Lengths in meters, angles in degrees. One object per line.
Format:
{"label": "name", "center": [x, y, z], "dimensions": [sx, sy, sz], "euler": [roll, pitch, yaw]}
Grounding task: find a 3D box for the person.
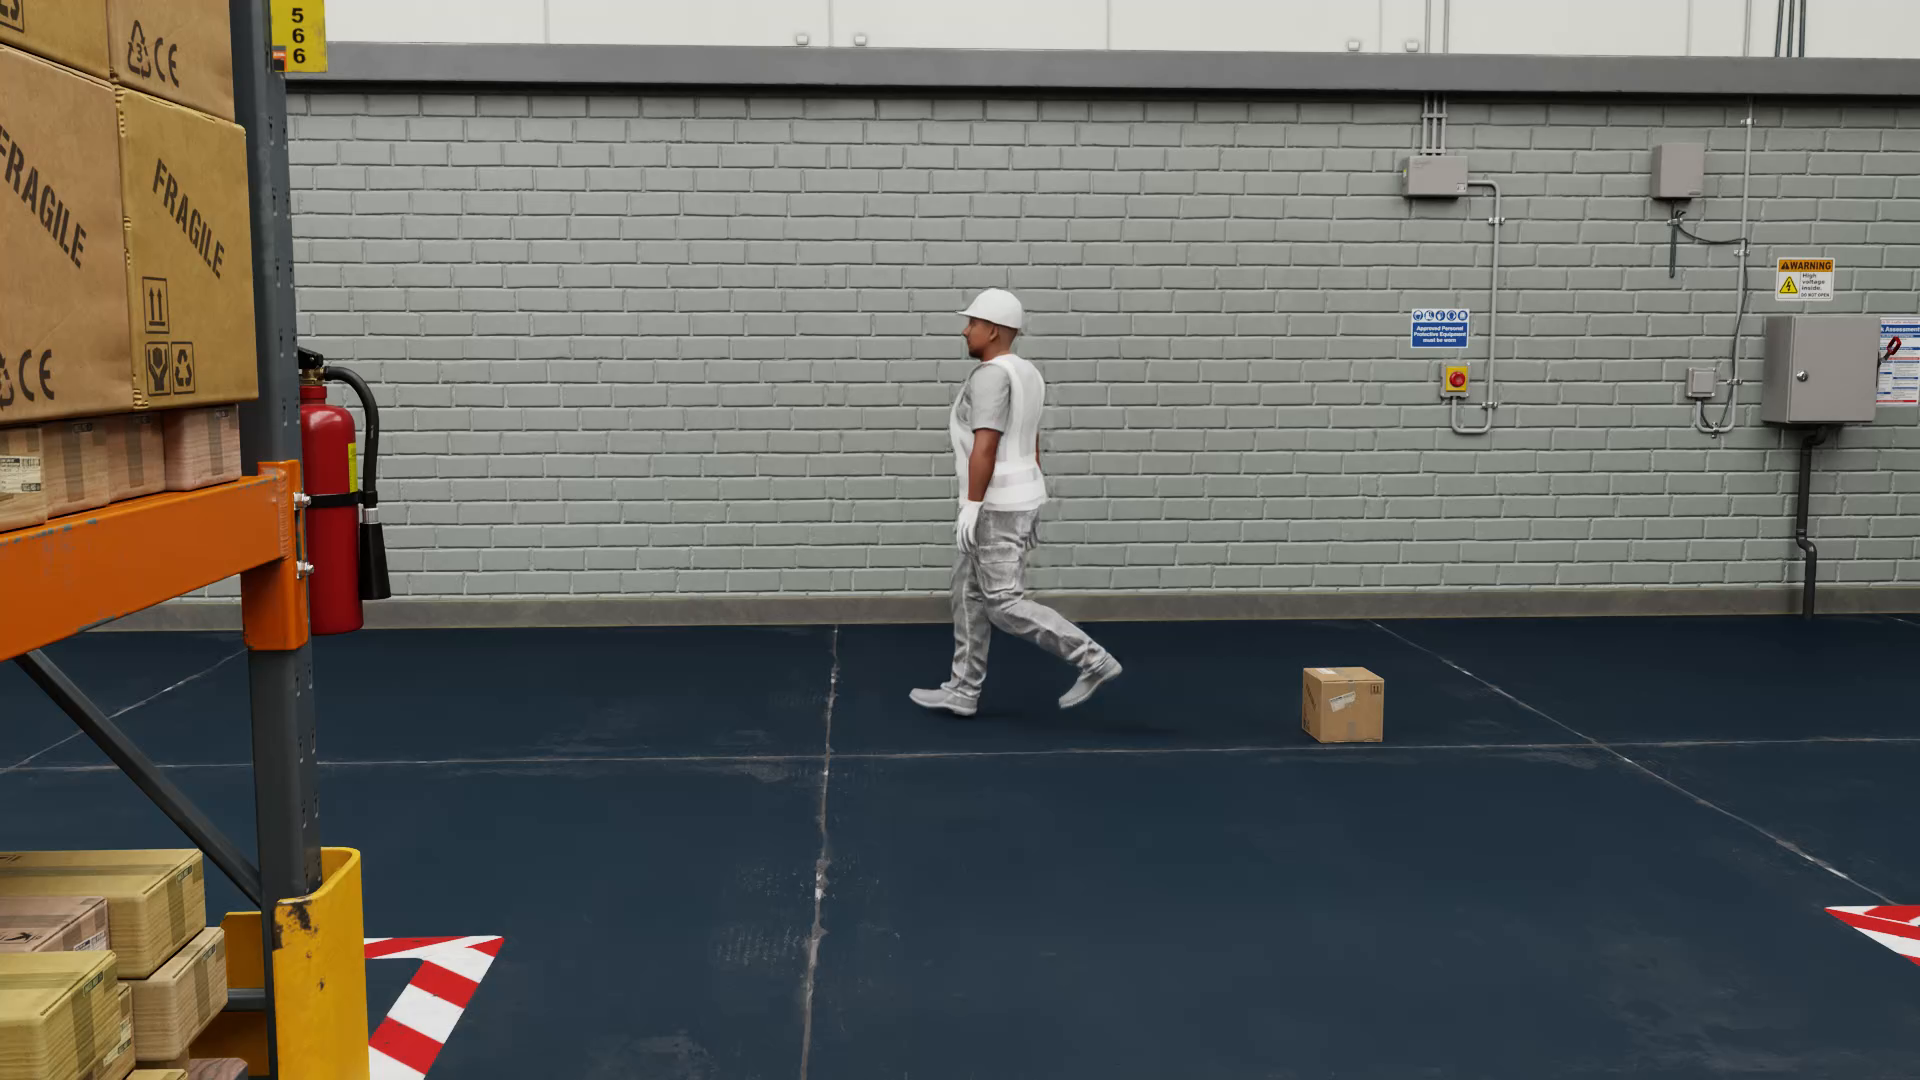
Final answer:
{"label": "person", "center": [0.156, -0.467, 6.717], "dimensions": [0.366, 1.087, 0.574], "euler": [2, 7, 15]}
